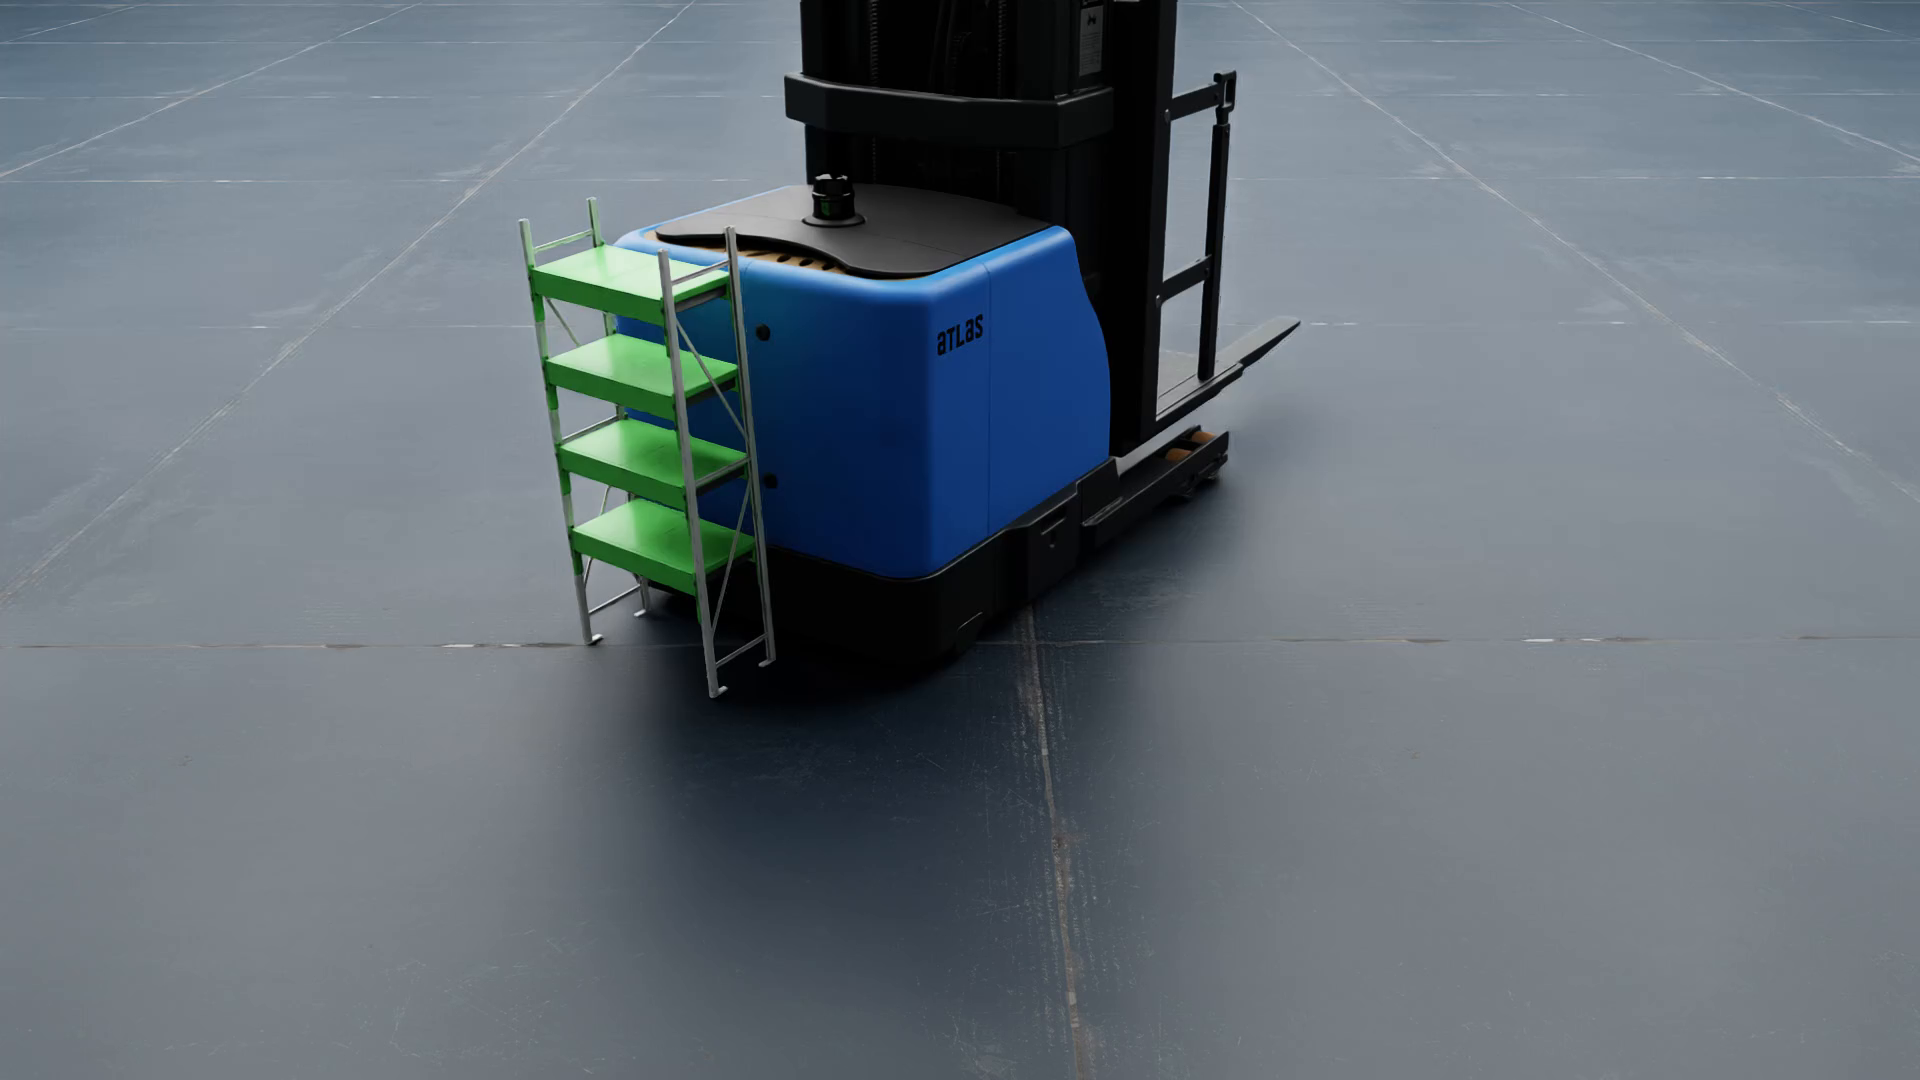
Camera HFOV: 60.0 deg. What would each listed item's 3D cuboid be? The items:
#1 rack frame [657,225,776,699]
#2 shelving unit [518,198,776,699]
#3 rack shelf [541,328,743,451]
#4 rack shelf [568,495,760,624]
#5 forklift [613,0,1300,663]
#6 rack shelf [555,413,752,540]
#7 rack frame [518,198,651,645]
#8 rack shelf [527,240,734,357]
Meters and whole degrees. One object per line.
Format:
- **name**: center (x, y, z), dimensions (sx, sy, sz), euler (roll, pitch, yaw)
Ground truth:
- **rack frame**: center (-0.595, -0.169, 4.151), dimensions (0.015, 1.200, 0.240), euler (17, 33, 33)
- **shelving unit**: center (-0.789, -0.230, 4.286), dimensions (0.503, 1.200, 0.258), euler (17, 33, 33)
- **rack shelf**: center (-0.795, -0.387, 4.207), dimensions (0.480, 0.148, 0.258), euler (17, 33, 33)
- **rack shelf**: center (-0.779, 0.041, 4.422), dimensions (0.480, 0.148, 0.258), euler (17, 33, 33)
- **forklift**: center (0.266, -1.570, 5.165), dimensions (1.130, 2.935, 3.031), euler (15, 28, 30)
- **rack shelf**: center (-0.787, -0.173, 4.314), dimensions (0.480, 0.148, 0.258), euler (17, 33, 33)
- **rack frame**: center (-0.984, -0.291, 4.420), dimensions (0.015, 1.200, 0.240), euler (17, 33, 33)
- **rack shelf**: center (-0.803, -0.601, 4.099), dimensions (0.480, 0.148, 0.258), euler (17, 33, 33)
